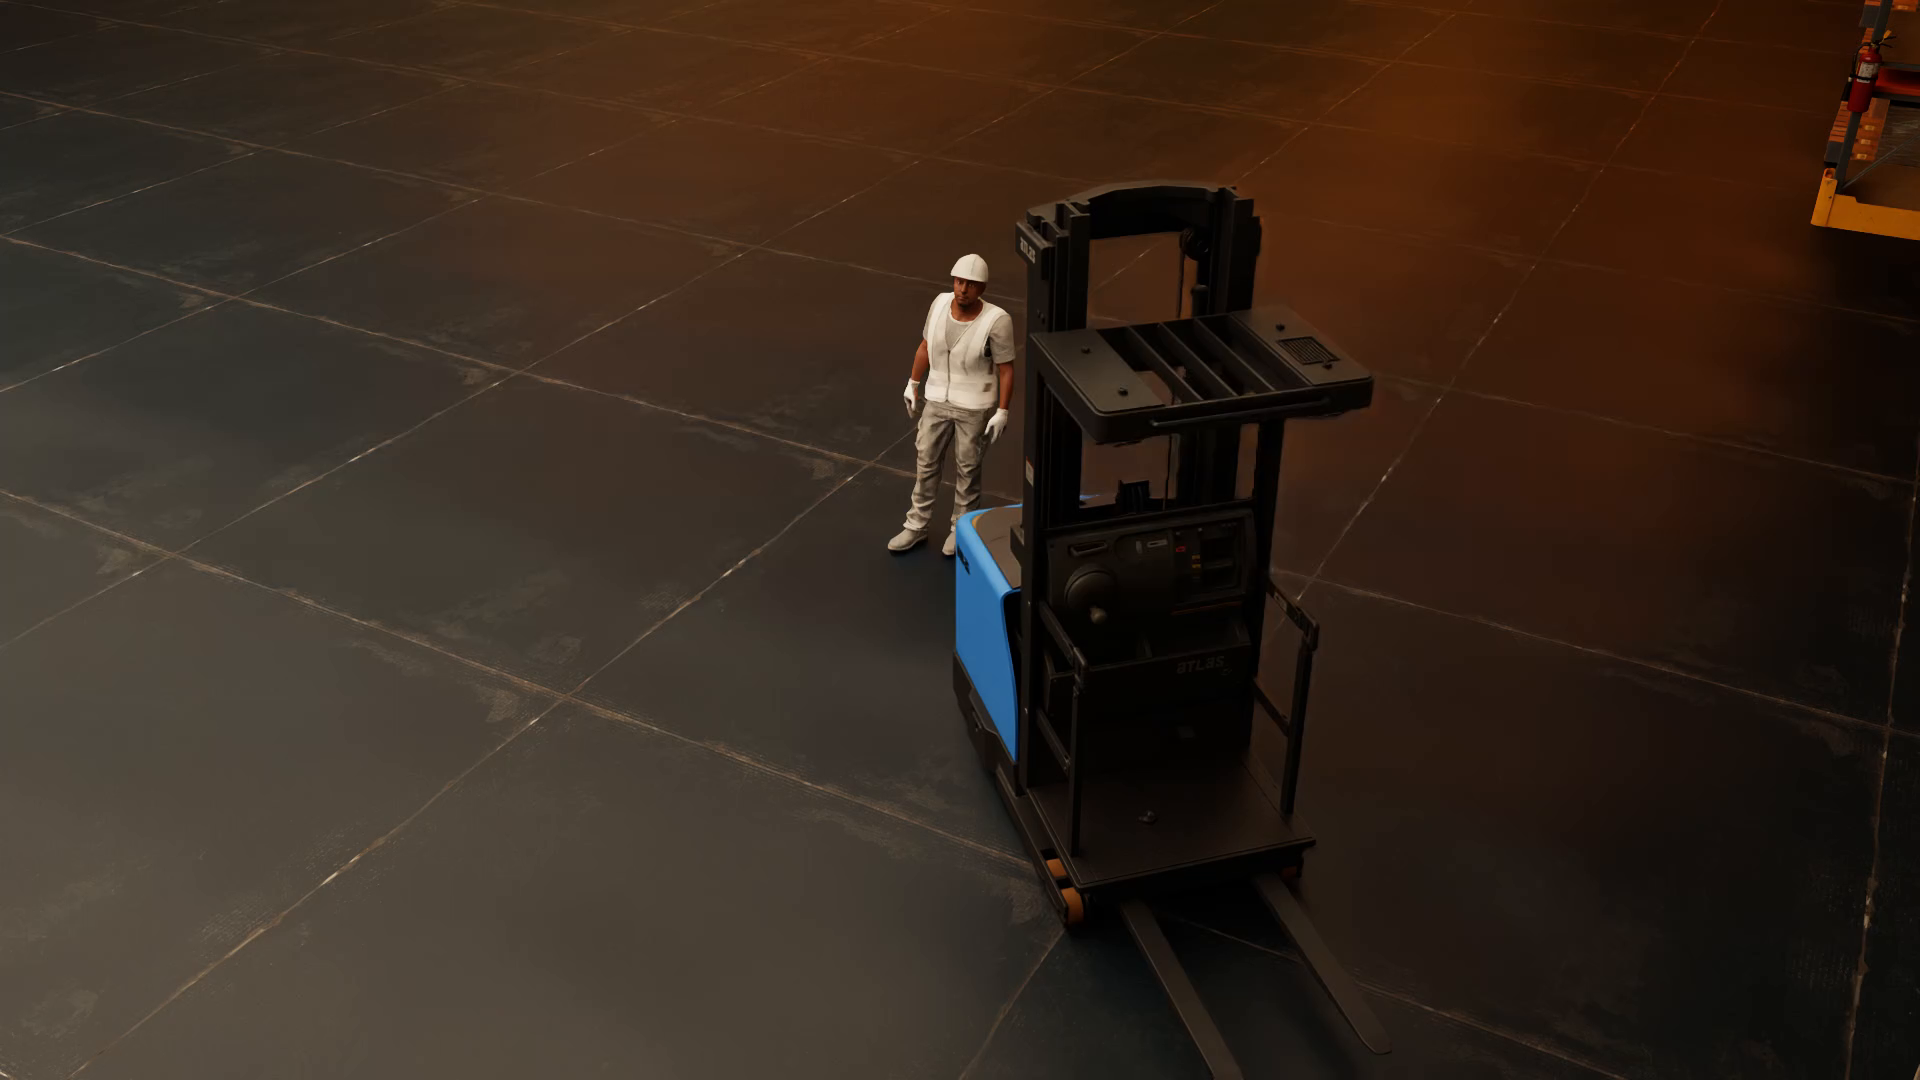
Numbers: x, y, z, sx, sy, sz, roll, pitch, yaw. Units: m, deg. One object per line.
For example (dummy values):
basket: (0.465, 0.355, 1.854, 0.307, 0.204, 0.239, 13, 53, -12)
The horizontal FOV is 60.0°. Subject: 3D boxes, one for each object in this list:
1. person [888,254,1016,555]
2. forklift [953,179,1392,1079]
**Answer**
person: (-0.042, -0.748, 9.502, 0.656, 1.786, 0.574, 15, 33, 25)
forklift: (0.870, 0.163, 6.787, 1.130, 2.935, 3.031, -8, 31, -14)
